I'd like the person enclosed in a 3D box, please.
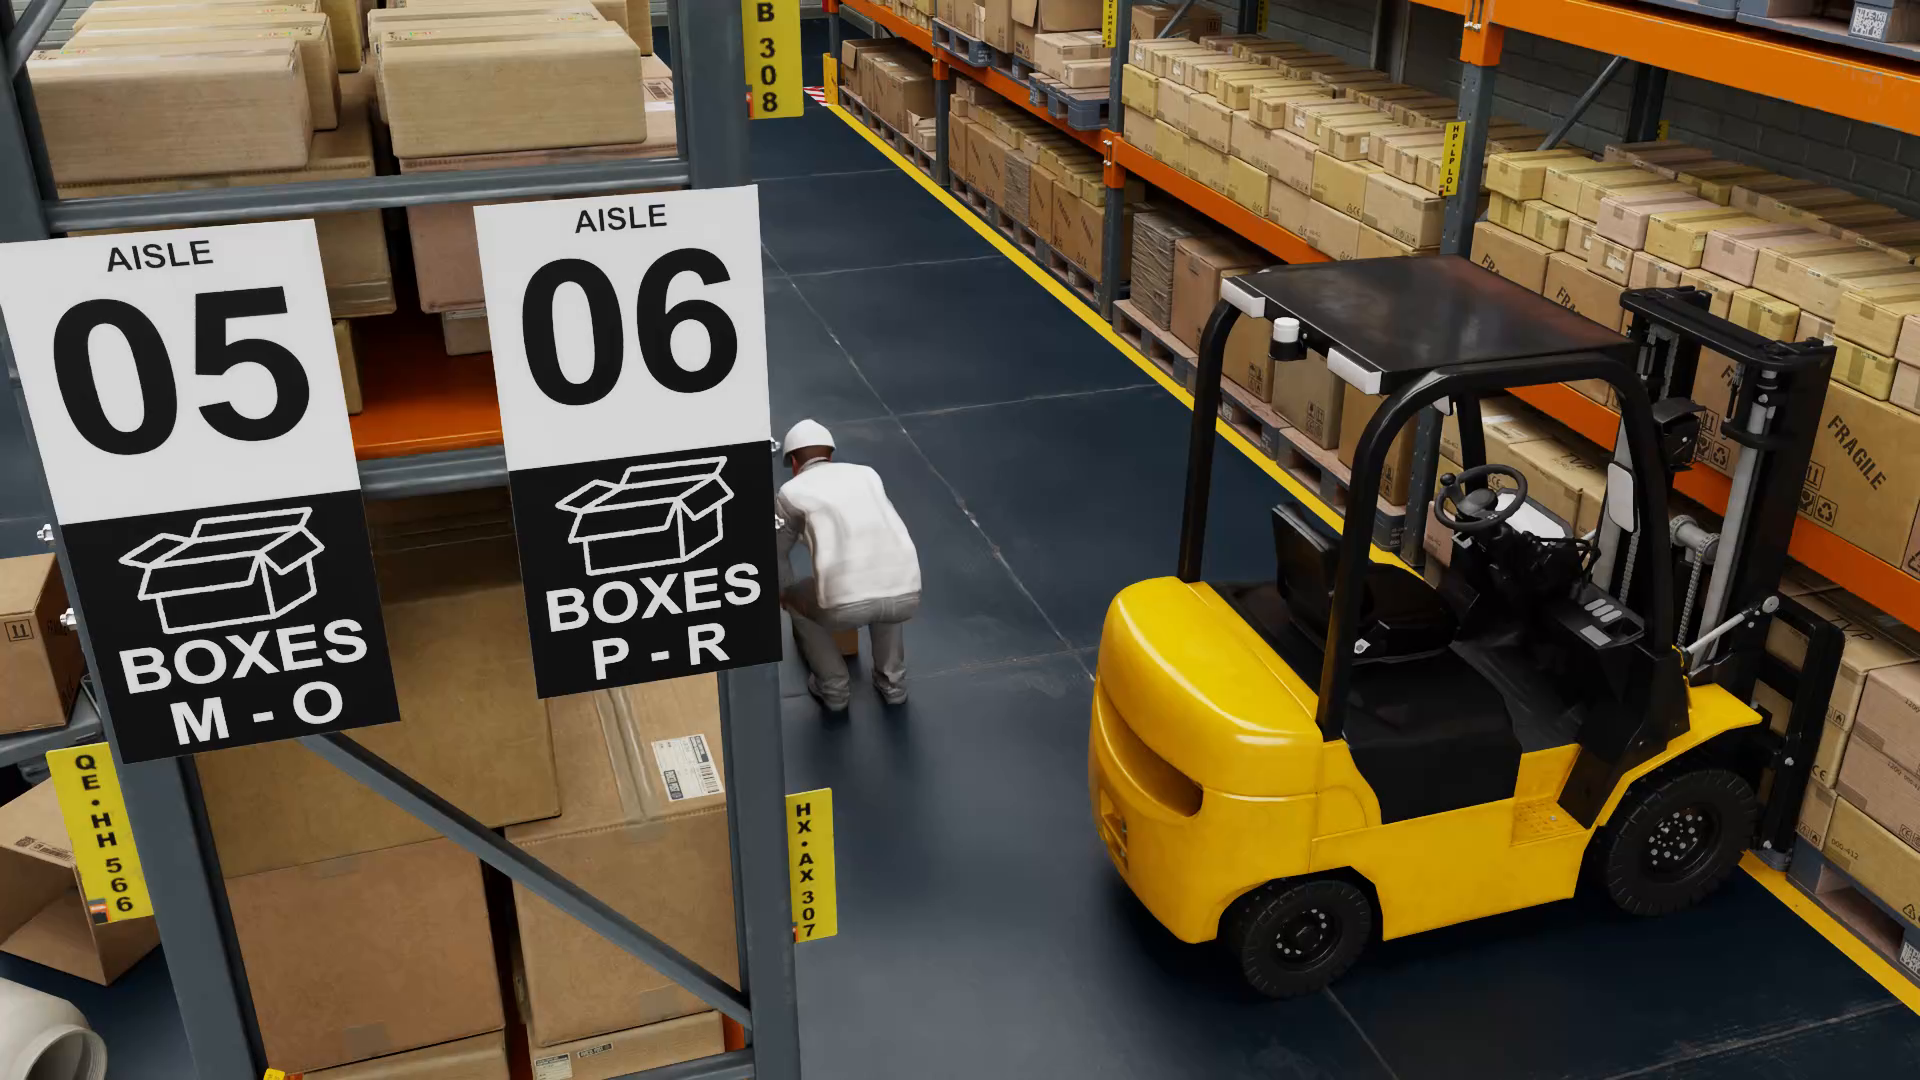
[{"bbox_3d":[-0.514,0.131,7.054,0.560,1.126,0.875,-10,28,-19],"label":"person"}]
